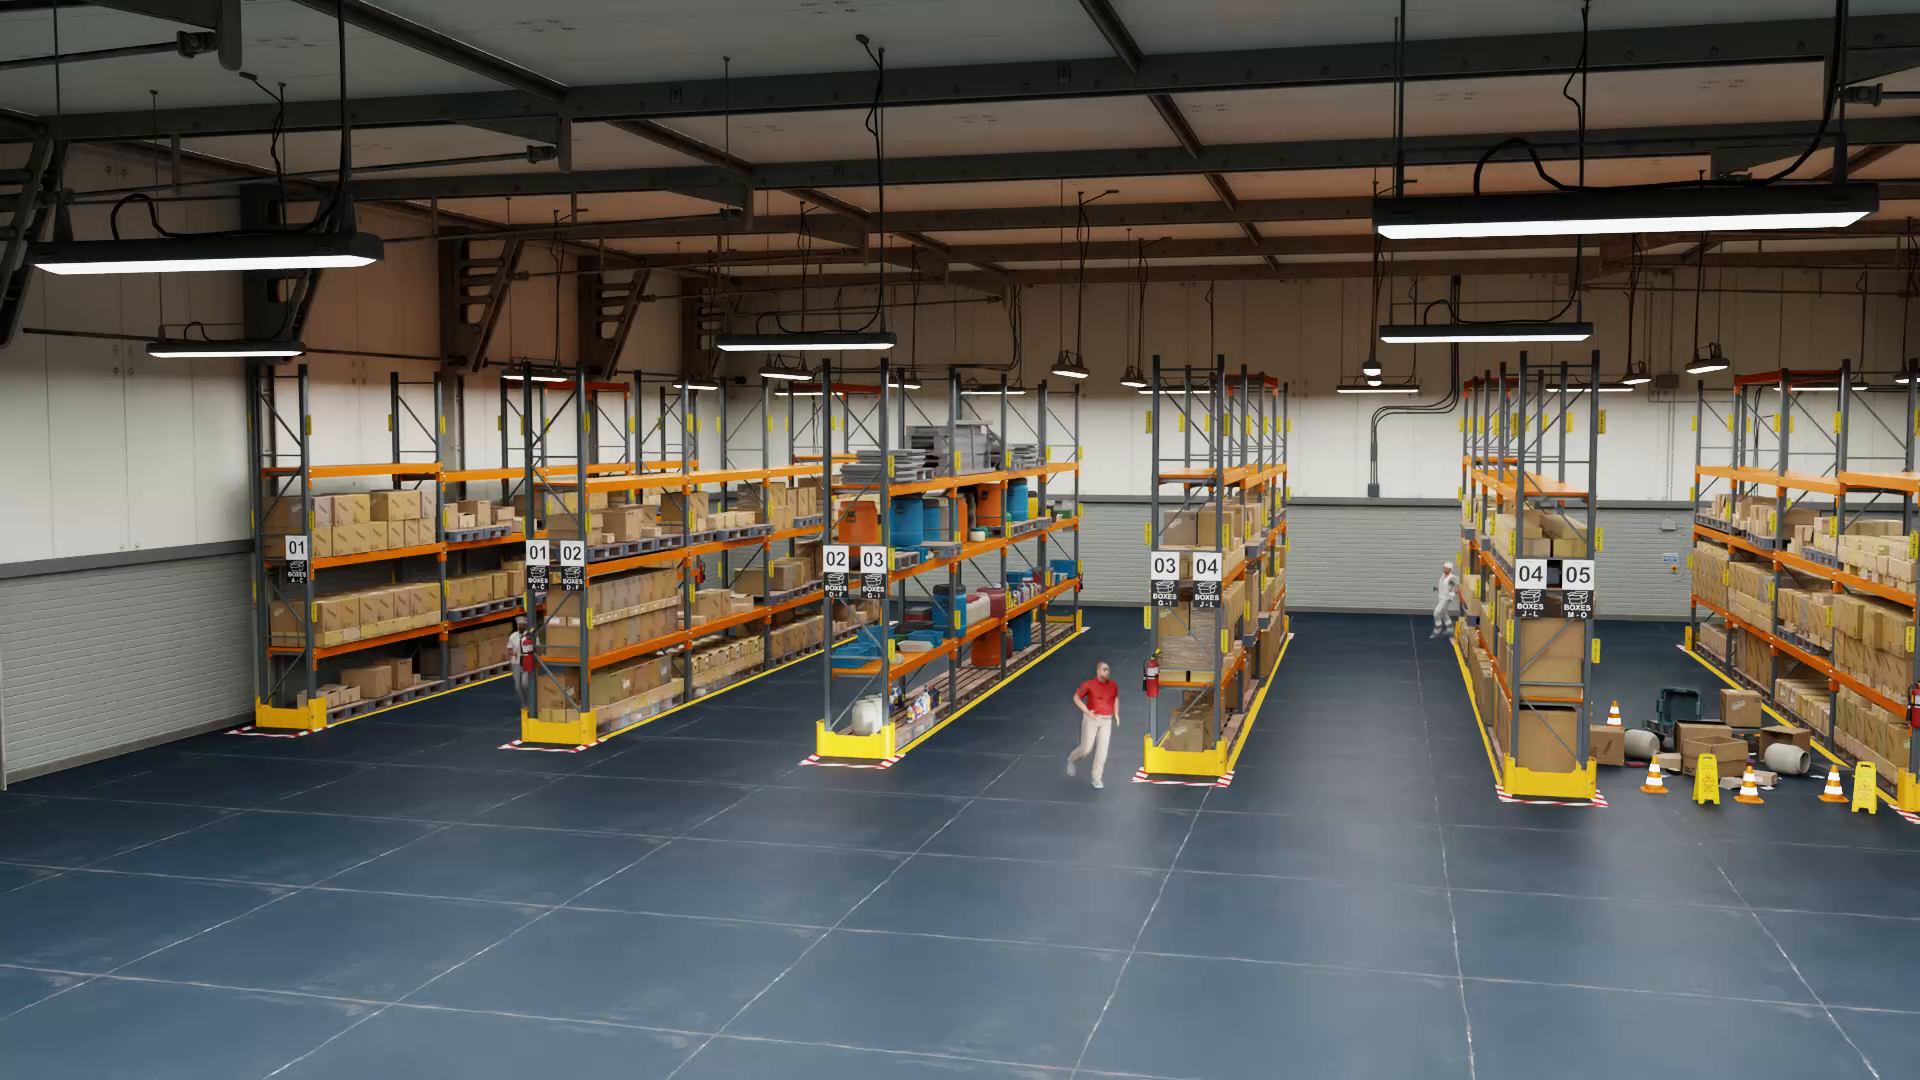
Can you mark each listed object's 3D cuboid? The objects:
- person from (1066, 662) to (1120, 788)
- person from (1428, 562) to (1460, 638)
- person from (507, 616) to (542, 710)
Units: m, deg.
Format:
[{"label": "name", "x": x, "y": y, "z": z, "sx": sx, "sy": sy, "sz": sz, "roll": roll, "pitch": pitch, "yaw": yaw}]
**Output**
[{"label": "person", "x": 1.951, "y": 2.556, "z": 23.263, "sx": 0.721, "sy": 1.683, "sz": 0.910, "roll": -1, "pitch": 4, "yaw": -20}, {"label": "person", "x": 11.387, "y": 1.425, "z": 39.055, "sx": 0.663, "sy": 1.819, "sz": 0.726, "roll": -1, "pitch": 4, "yaw": -8}, {"label": "person", "x": -7.626, "y": 2.157, "z": 29.014, "sx": 0.552, "sy": 1.663, "sz": 0.628, "roll": 0, "pitch": 4, "yaw": 1}]
